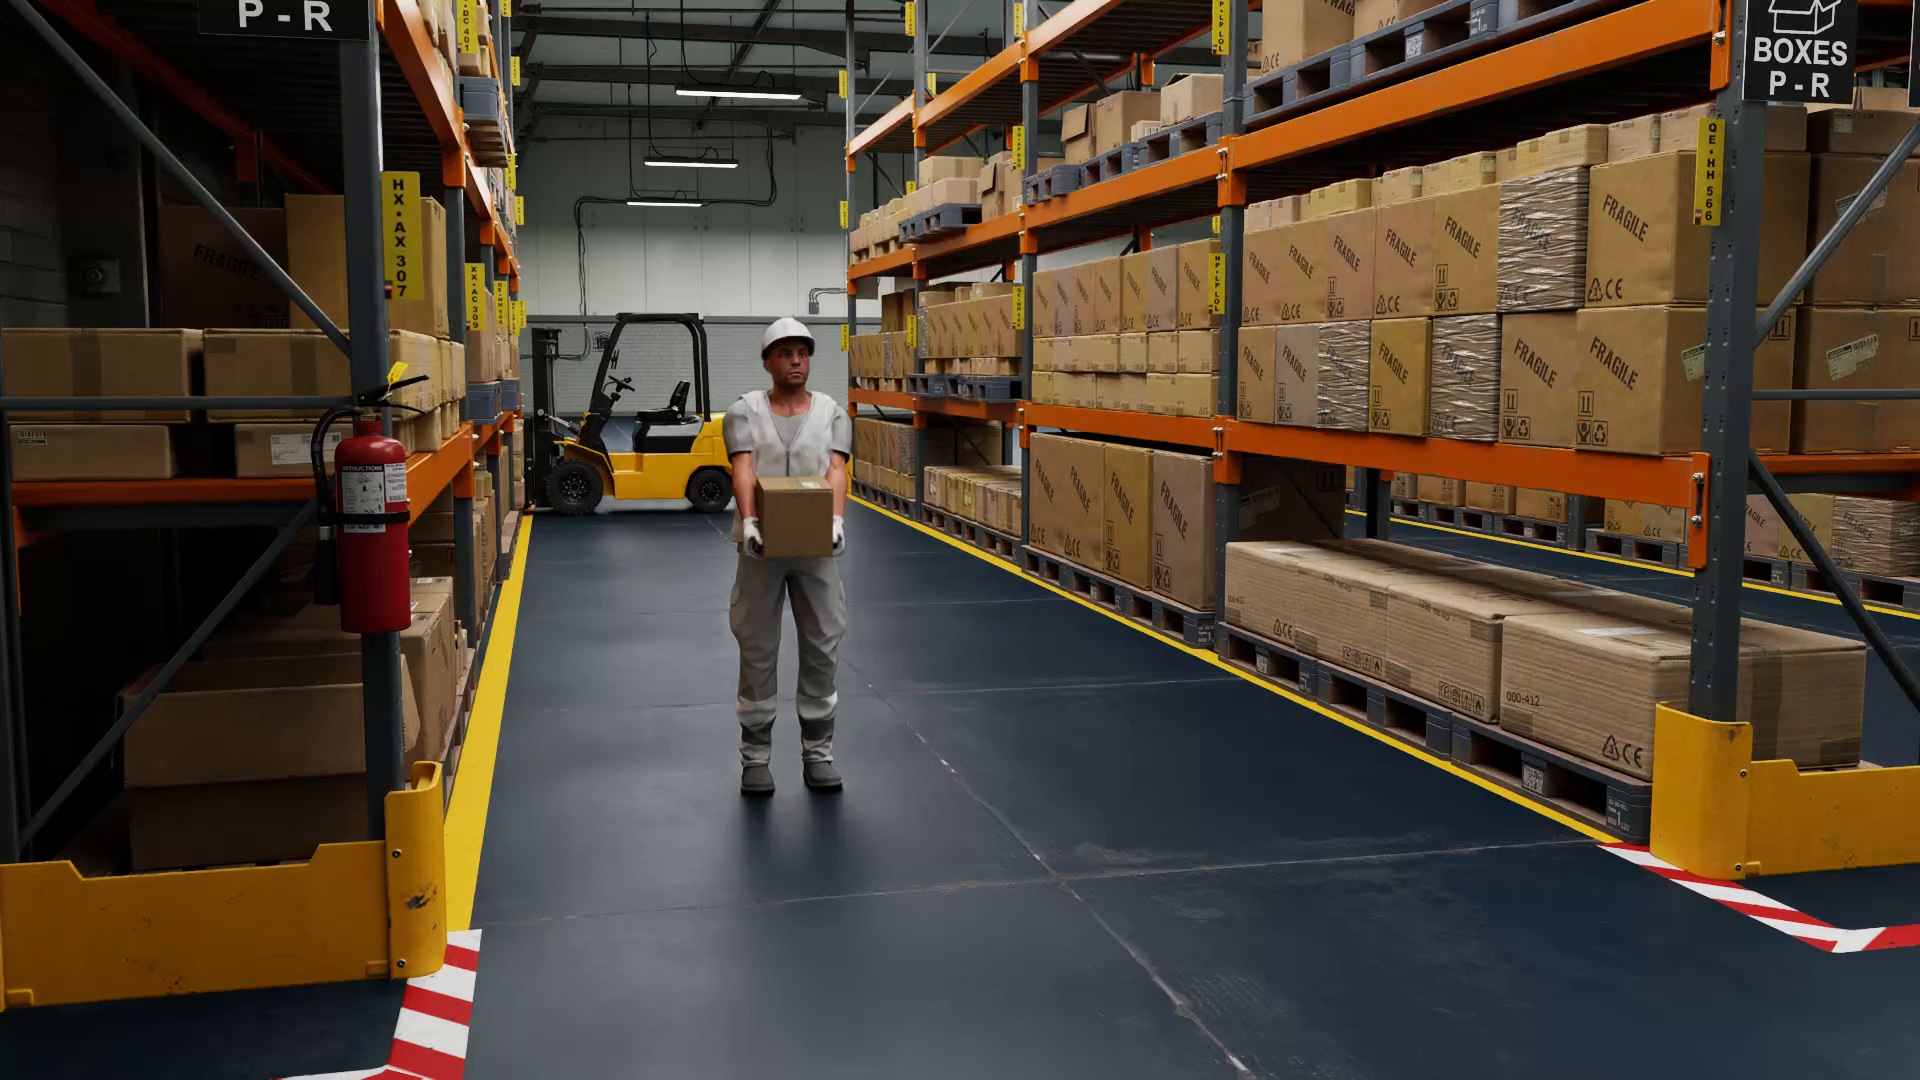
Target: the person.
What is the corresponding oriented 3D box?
[{"bbox_3d":[-0.624,0.062,6.216,0.494,1.782,0.569,-1,6,-13],"label":"person"}]
